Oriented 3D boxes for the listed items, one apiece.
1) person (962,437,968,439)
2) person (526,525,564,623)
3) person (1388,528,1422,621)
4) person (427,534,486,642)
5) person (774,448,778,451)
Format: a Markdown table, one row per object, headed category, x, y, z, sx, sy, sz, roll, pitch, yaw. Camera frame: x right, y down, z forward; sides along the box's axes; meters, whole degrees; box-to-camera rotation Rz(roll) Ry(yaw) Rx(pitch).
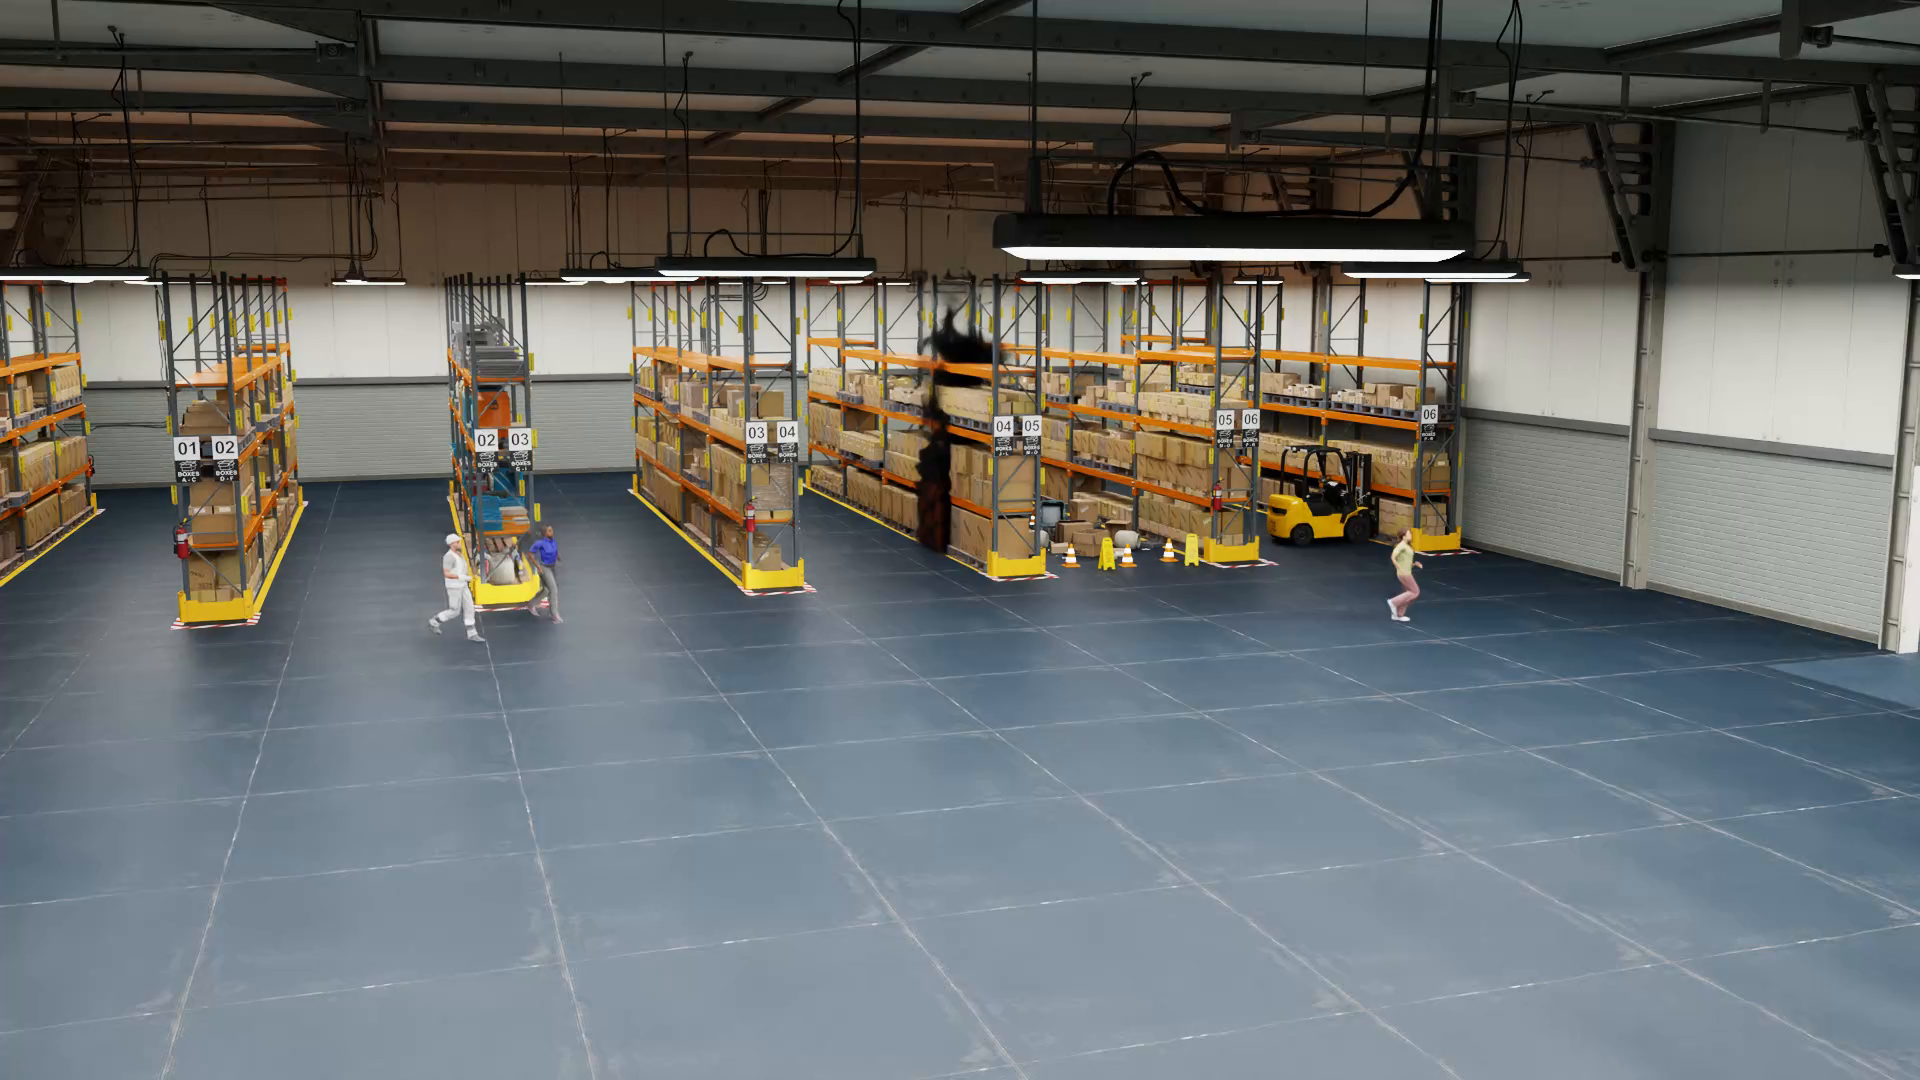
| category | x | y | z | sx | sy | sz | roll | pitch | yaw |
| --- | --- | --- | --- | --- | --- | --- | --- | --- | --- |
| person | 0.332 | -2.836 | 51.396 | 0.794 | 1.655 | 0.720 | -2 | 9 | -16 |
| person | -7.193 | 0.574 | 28.868 | 0.791 | 1.701 | 0.581 | 3 | 9 | 19 |
| person | 7.706 | 0.597 | 28.751 | 0.540 | 1.627 | 0.575 | 3 | 9 | 21 |
| person | -8.201 | 0.785 | 27.008 | 0.956 | 1.789 | 0.656 | 1 | 9 | 6 |
| person | -5.208 | -2.458 | 48.893 | 0.669 | 1.713 | 0.686 | 8 | 12 | 42 |
